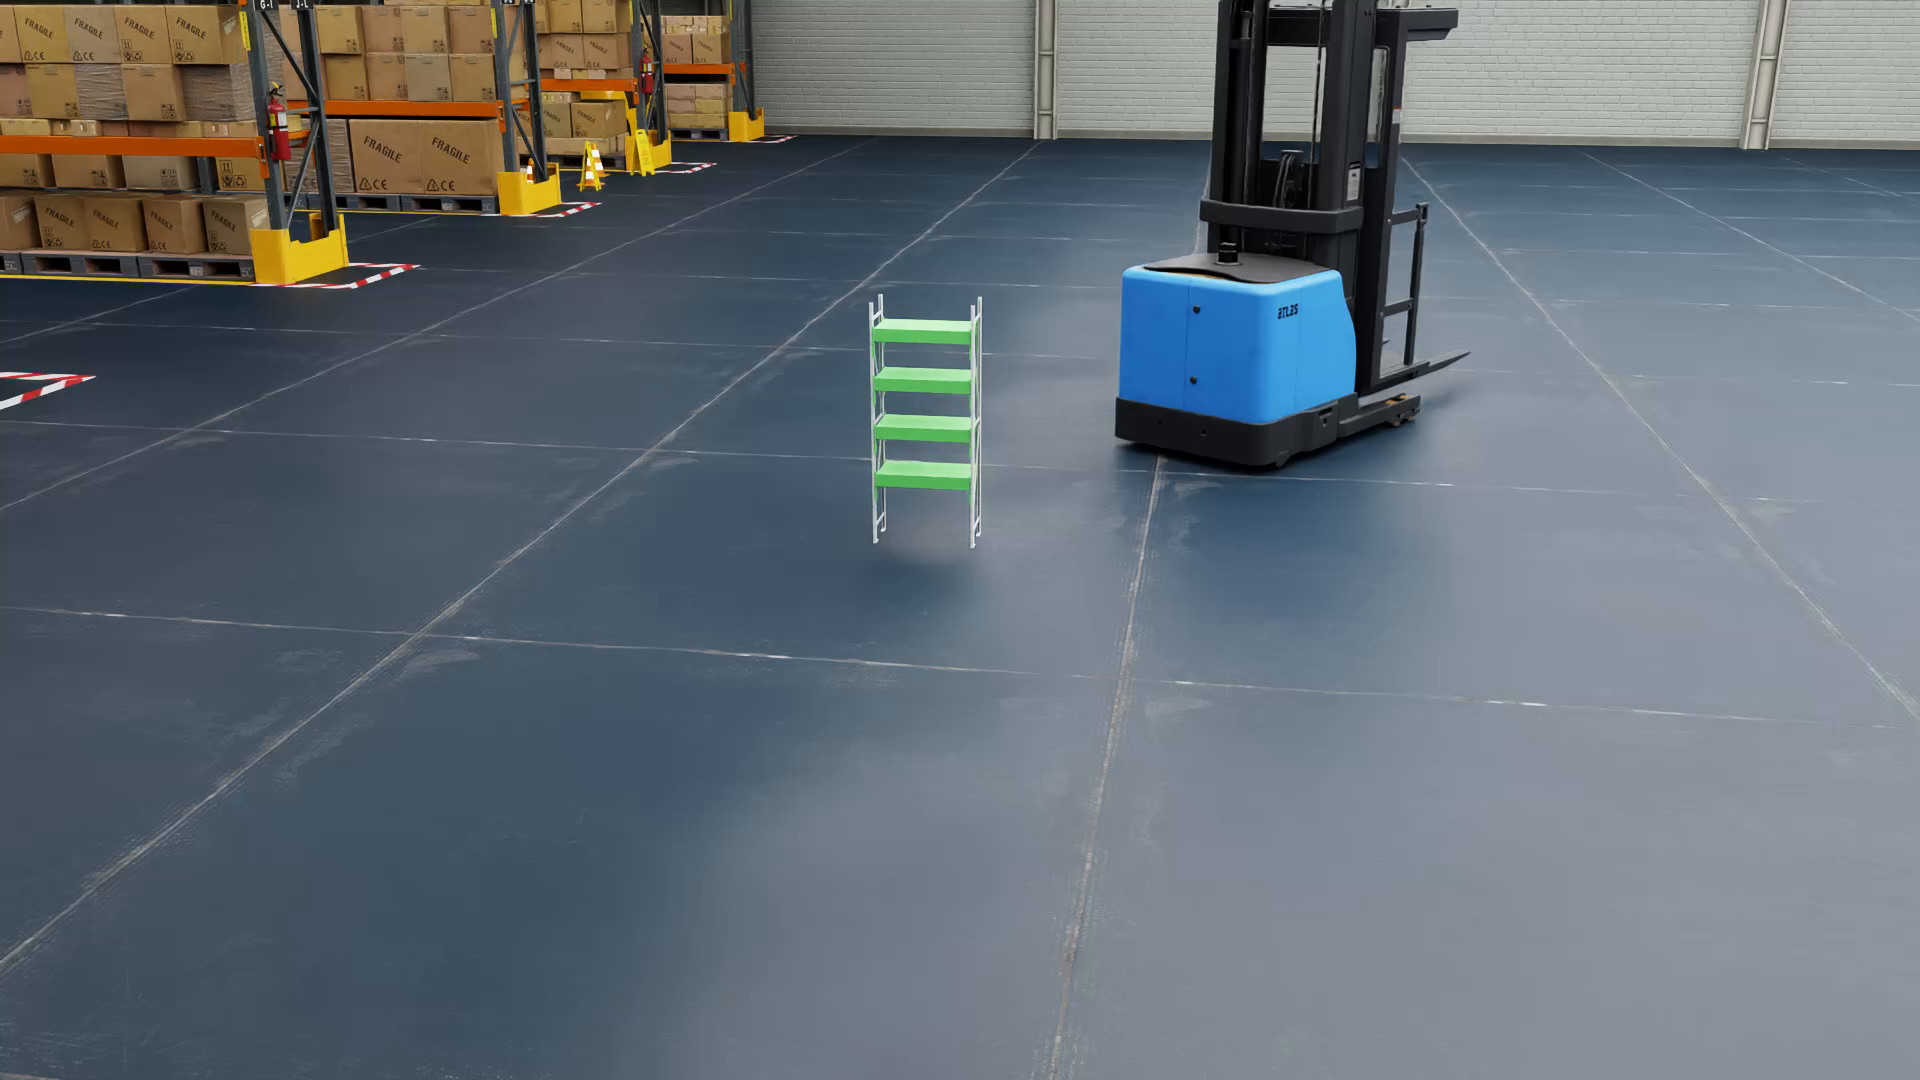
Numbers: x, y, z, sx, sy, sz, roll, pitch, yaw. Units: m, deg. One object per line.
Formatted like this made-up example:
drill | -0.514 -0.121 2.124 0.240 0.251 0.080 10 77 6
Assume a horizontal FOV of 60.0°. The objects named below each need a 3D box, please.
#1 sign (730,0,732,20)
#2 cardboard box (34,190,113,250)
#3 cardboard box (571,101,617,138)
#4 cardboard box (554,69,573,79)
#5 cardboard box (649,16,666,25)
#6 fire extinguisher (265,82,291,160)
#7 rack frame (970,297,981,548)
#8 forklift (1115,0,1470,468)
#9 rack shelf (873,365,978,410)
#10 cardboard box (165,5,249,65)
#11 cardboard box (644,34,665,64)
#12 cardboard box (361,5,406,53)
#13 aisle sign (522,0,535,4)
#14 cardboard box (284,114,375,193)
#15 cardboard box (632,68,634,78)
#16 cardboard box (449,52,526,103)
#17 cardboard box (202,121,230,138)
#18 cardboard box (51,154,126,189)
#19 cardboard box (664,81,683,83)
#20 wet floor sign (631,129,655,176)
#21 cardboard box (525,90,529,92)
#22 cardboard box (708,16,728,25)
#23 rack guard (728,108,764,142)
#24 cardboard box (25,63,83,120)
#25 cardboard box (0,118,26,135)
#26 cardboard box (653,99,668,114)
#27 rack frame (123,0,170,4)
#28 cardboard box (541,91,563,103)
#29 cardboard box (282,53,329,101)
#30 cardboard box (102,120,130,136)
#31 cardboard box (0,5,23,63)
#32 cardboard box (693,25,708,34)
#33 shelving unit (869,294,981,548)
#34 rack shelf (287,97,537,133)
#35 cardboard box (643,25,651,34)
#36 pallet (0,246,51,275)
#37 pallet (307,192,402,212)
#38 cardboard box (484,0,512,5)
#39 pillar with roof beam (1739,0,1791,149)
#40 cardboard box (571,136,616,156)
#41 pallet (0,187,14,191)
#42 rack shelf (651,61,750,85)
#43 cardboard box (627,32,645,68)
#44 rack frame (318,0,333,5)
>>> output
sign | -3.942 -9.114 28.616 0.005 0.325 0.100 3 19 9
cardboard box | -8.567 -3.111 16.151 0.500 0.500 0.500 1 19 4
cardboard box | -5.458 -6.276 24.822 0.500 0.500 0.500 3 19 9
cardboard box | -5.806 -6.900 24.594 0.250 0.149 0.380 3 19 10
cardboard box | -5.249 -9.091 29.098 0.250 0.149 0.380 3 19 10
fire extinguisher | -6.158 -3.775 14.980 0.183 0.674 0.296 3 19 9
rack frame | 0.077 -0.565 8.101 0.015 1.200 0.240 3 19 9
forklift | 2.277 -2.193 10.239 1.130 2.935 3.031 16 24 39
rack shelf | -0.163 -0.744 8.082 0.480 0.148 0.258 3 19 9
cardboard box | -6.780 -4.575 15.046 0.500 0.500 0.500 3 19 9
cardboard box | -5.387 -8.666 29.319 0.500 0.500 0.500 3 19 8
cardboard box | -6.761 -6.194 20.150 0.550 0.550 0.875 3 19 9
aisle sign | -5.194 -6.834 19.903 0.004 0.787 0.394 3 19 9
cardboard box | -7.760 -4.806 20.625 0.875 0.875 0.875 3 19 9
cardboard box | -4.929 -7.029 24.980 0.250 0.149 0.380 3 19 9
cardboard box | -5.685 -5.586 20.035 0.550 0.550 0.875 3 19 9
cardboard box | -6.759 -3.805 15.344 0.250 0.149 0.380 3 19 9
cardboard box | -10.840 -4.897 21.095 0.750 0.750 1.050 3 19 9
cardboard box | -5.273 -8.127 29.961 0.500 0.250 0.500 3 19 8
wet floor sign | -4.608 -5.605 24.038 0.232 0.644 0.267 10 21 27
cardboard box | -8.309 -7.919 30.323 0.625 0.625 0.875 4 19 11
cardboard box | -4.230 -9.070 29.034 0.250 0.149 0.380 3 19 9
rack guard | -3.819 -7.435 29.736 0.348 0.500 1.175 3 19 9
cardboard box | -8.228 -4.242 15.626 0.500 0.500 0.875 3 19 9
cardboard box | -8.745 -3.884 15.579 0.250 0.149 0.380 3 19 9
cardboard box | -5.379 -7.729 29.558 0.500 0.250 0.500 2 19 7
rack frame | -12.525 -7.469 25.899 0.127 3.000 1.000 3 19 9
cardboard box | -6.079 -6.595 24.752 0.250 0.149 0.380 3 19 10
cardboard box | -7.834 -5.684 20.326 0.550 0.550 0.875 3 19 9
cardboard box | -7.749 -3.850 15.478 0.250 0.149 0.380 3 19 9
cardboard box | -8.756 -4.673 15.341 0.500 0.500 0.500 3 19 9
cardboard box | -4.486 -8.910 29.025 0.250 0.149 0.380 3 19 10
shelving unit | -0.163 -0.577 8.138 0.503 1.200 0.258 3 19 9
rack shelf | -7.286 -5.270 20.460 4.000 0.370 1.077 3 19 9
cardboard box | -5.500 -8.963 29.184 0.250 0.149 0.380 3 19 9
pallet | -9.479 -2.818 16.393 1.213 0.211 1.003 3 19 9
pallet | -7.314 -4.266 20.720 1.213 0.211 1.003 3 19 9
cardboard box | -6.654 -7.776 24.615 0.500 0.500 0.700 3 19 8
pillar with roof beam | 12.702 -9.529 22.602 0.400 9.000 9.100 3 19 9
cardboard box | -5.491 -5.919 24.938 0.500 0.250 0.500 3 19 8
pallet | -12.444 -4.528 21.502 1.213 0.211 1.003 3 19 9
rack shelf | -5.817 -8.381 29.758 4.000 0.370 1.077 3 19 9
cardboard box | -5.050 -7.366 24.963 0.500 0.500 0.500 3 19 8
rack frame | -11.741 -9.024 30.547 0.127 3.000 1.000 3 19 9
